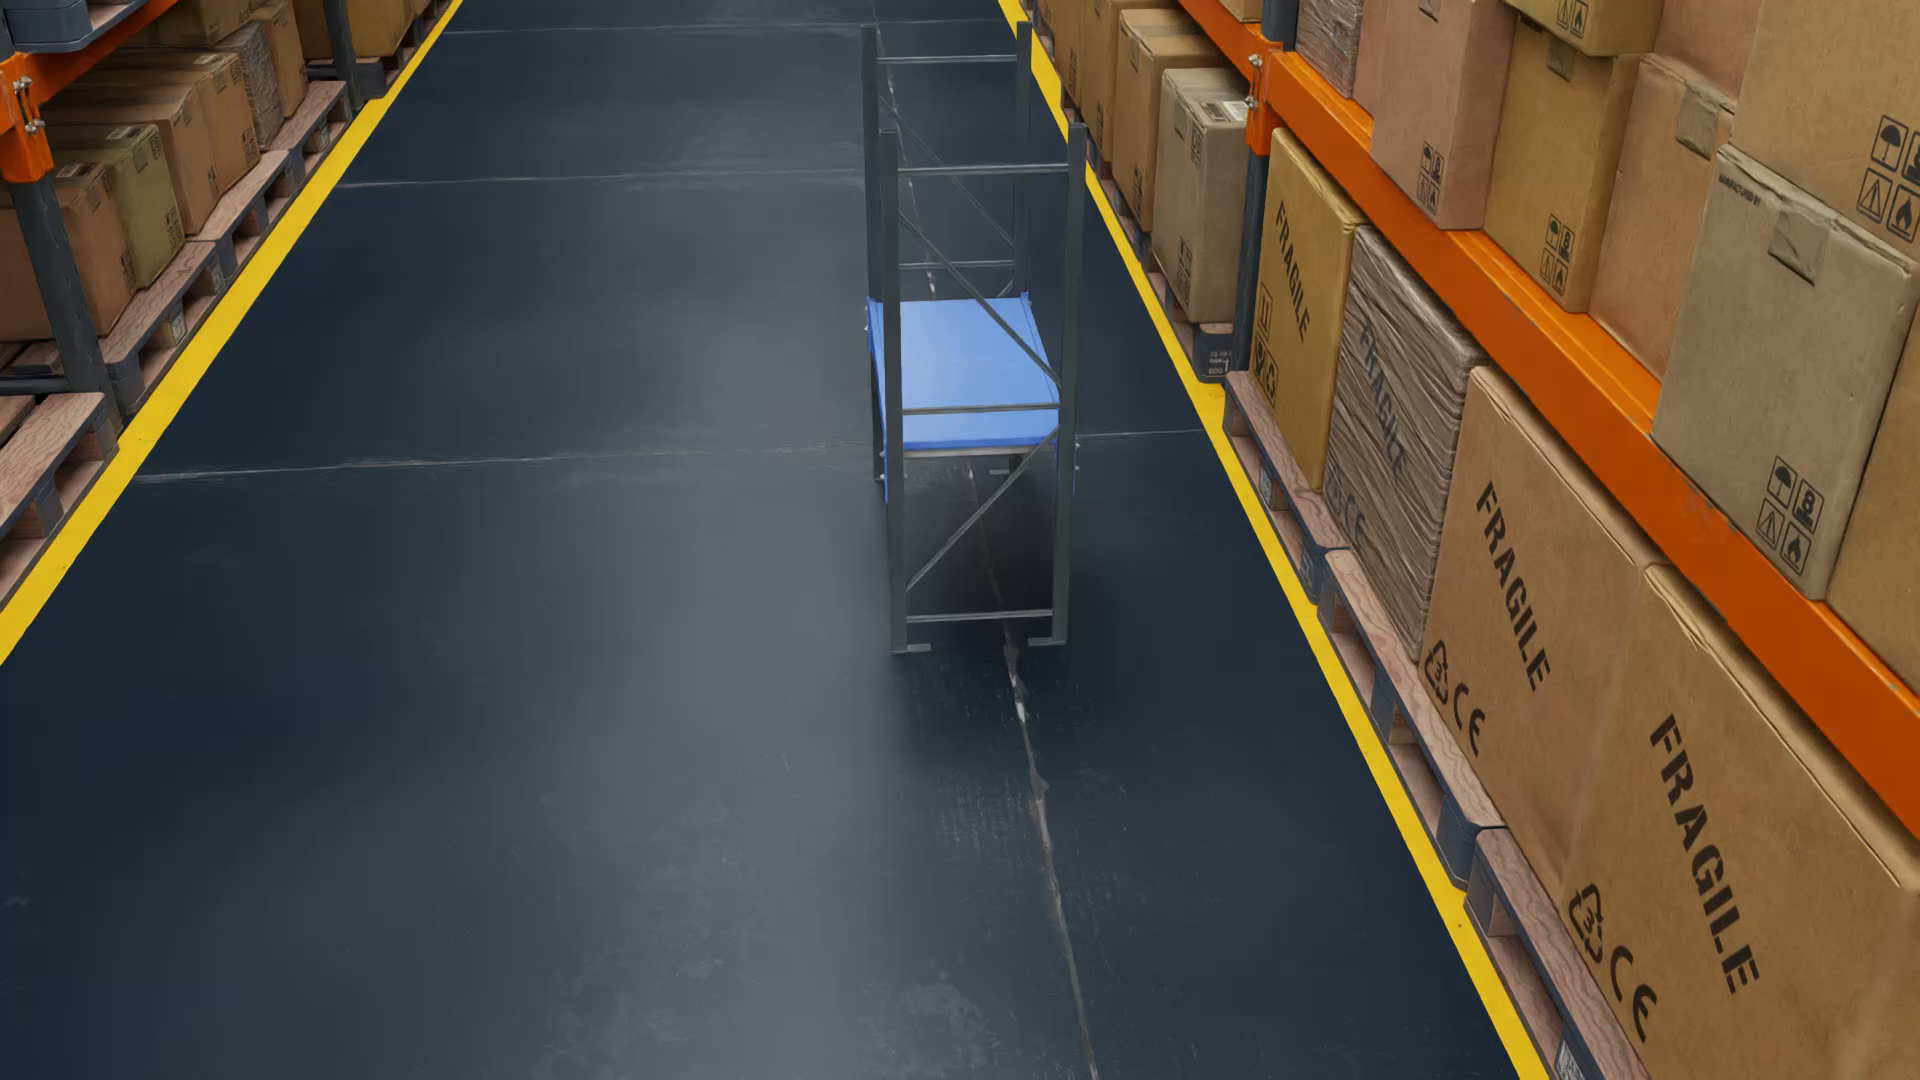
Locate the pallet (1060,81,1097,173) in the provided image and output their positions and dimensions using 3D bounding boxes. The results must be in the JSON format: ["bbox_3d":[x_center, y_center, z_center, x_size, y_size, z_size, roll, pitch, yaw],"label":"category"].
[{"bbox_3d":[1.113,-2.250,8.810,1.003,0.211,1.213,-3,31,-5],"label":"pallet"}]

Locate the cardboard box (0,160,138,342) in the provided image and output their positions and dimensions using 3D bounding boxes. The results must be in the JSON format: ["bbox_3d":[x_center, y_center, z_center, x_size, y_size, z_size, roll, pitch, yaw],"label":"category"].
[{"bbox_3d":[-3.496,-1.055,6.099,0.700,0.500,0.500,-5,31,-8],"label":"cardboard box"}]

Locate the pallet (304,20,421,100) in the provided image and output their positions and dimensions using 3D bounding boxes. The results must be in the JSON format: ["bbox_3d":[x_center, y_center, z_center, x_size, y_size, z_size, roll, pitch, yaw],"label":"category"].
[{"bbox_3d":[-3.832,-2.876,9.859,1.003,0.211,1.213,-3,31,-5],"label":"pallet"}]

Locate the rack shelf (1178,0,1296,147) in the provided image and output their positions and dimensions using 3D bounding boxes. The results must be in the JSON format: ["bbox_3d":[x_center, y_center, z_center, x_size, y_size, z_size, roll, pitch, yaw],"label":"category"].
[{"bbox_3d":[1.301,-2.523,7.250,1.077,0.370,4.000,-3,31,-5],"label":"rack shelf"}]

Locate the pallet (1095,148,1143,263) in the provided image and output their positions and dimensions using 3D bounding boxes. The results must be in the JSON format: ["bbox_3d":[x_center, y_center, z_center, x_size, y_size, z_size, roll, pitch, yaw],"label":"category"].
[{"bbox_3d":[1.224,-1.628,7.770,1.003,0.211,1.213,-3,31,-5],"label":"pallet"}]

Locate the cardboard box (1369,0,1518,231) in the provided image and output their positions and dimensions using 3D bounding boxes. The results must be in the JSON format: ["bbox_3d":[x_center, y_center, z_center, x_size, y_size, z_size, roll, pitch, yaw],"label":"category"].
[{"bbox_3d":[1.542,-1.126,4.064,0.875,0.550,0.550,-3,31,-5],"label":"cardboard box"}]

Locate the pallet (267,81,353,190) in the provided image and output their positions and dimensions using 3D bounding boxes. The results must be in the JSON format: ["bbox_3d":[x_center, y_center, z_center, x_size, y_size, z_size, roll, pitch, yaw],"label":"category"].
[{"bbox_3d":[-3.762,-2.071,8.511,1.003,0.211,1.213,-3,31,-5],"label":"pallet"}]

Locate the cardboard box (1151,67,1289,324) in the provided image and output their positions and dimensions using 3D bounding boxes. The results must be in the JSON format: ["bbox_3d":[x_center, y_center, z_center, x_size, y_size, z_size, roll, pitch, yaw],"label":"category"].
[{"bbox_3d":[1.340,-1.338,6.349,1.050,0.750,0.750,-3,31,-5],"label":"cardboard box"}]

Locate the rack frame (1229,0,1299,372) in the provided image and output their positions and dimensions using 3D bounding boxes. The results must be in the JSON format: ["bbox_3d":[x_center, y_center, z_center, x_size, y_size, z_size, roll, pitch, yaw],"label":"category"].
[{"bbox_3d":[1.488,-1.811,5.356,1.000,3.000,0.127,-3,31,-5],"label":"rack frame"}]

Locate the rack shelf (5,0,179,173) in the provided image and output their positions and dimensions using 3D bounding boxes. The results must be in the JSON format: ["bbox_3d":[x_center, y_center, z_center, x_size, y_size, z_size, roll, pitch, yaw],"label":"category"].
[{"bbox_3d":[-3.647,-2.337,6.939,1.077,0.370,4.000,-3,31,-5],"label":"rack shelf"}]

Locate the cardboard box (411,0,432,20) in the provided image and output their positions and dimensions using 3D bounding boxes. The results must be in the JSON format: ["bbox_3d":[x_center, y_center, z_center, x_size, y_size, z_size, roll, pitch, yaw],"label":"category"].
[{"bbox_3d":[-3.953,-3.744,10.255,1.225,0.875,0.875,-3,31,-4],"label":"cardboard box"}]

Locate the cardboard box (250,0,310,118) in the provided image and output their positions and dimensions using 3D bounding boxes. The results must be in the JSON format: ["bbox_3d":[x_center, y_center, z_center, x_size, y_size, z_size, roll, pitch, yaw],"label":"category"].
[{"bbox_3d":[-3.751,-2.441,8.421,0.700,0.500,0.500,-4,31,-7],"label":"cardboard box"}]

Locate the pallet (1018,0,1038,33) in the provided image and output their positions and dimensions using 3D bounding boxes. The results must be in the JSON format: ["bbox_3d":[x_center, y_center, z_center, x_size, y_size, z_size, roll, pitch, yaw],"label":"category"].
[{"bbox_3d":[0.932,-3.676,11.199,1.003,0.211,1.213,-3,31,-5],"label":"pallet"}]

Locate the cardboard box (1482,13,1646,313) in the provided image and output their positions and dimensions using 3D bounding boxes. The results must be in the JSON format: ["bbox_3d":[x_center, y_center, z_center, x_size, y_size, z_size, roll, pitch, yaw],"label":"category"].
[{"bbox_3d":[1.691,-0.860,3.619,0.875,0.550,0.500,-3,31,-5],"label":"cardboard box"}]

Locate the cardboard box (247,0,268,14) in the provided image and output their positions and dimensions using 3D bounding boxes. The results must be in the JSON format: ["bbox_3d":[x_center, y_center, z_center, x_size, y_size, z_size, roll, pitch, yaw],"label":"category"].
[{"bbox_3d":[-3.741,-2.764,8.229,0.500,0.250,0.500,-2,31,-3],"label":"cardboard box"}]

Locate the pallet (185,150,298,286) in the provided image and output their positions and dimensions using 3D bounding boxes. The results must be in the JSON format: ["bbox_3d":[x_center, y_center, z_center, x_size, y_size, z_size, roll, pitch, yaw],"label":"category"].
[{"bbox_3d":[-3.651,-1.449,7.470,1.003,0.211,1.213,-3,31,-5],"label":"pallet"}]

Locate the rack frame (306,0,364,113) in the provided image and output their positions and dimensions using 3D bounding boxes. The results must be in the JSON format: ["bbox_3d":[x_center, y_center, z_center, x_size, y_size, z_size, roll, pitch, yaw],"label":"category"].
[{"bbox_3d":[-3.833,-3.667,8.464,1.000,3.000,0.127,-3,31,-5],"label":"rack frame"}]

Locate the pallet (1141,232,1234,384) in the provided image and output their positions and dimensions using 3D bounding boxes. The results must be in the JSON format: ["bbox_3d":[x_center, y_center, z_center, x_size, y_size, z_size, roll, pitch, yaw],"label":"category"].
[{"bbox_3d":[1.341,-1.004,6.725,1.003,0.211,1.213,-3,31,-5],"label":"pallet"}]

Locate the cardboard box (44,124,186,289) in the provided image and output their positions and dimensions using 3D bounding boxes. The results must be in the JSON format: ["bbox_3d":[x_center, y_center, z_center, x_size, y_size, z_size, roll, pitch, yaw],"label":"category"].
[{"bbox_3d":[-3.521,-1.299,6.509,0.700,0.500,0.500,-3,31,-5],"label":"cardboard box"}]

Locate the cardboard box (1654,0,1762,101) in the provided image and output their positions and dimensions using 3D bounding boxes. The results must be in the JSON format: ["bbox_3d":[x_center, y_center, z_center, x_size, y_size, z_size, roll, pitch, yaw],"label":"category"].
[{"bbox_3d":[1.805,-1.057,2.894,0.875,0.550,0.550,-3,31,-5],"label":"cardboard box"}]

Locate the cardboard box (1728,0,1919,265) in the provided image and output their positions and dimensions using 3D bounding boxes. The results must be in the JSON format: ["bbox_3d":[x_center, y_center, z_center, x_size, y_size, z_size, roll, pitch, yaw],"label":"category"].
[{"bbox_3d":[1.722,-0.764,2.405,0.875,0.550,0.550,-3,31,-5],"label":"cardboard box"}]

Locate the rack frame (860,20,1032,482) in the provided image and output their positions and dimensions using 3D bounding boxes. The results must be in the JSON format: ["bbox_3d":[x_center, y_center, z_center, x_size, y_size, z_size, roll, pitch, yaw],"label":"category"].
[{"bbox_3d":[-0.040,-0.860,5.227,0.500,1.500,0.032,-3,31,-5],"label":"rack frame"}]

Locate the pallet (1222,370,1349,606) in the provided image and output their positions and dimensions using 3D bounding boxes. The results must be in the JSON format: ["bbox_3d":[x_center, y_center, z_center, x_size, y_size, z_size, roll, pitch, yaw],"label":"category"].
[{"bbox_3d":[1.481,-0.222,5.415,1.003,0.211,1.213,-3,31,-5],"label":"pallet"}]

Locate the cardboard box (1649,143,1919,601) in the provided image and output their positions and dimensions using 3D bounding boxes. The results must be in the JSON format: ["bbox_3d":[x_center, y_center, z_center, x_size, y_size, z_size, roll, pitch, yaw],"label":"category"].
[{"bbox_3d":[1.709,-0.300,2.681,0.875,0.550,0.550,-3,31,-5],"label":"cardboard box"}]

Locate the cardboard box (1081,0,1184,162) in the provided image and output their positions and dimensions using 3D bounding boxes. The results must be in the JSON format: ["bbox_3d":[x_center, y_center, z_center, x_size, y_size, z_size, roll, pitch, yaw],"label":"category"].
[{"bbox_3d":[1.167,-2.306,7.970,1.050,0.750,0.750,-2,31,-4],"label":"cardboard box"}]

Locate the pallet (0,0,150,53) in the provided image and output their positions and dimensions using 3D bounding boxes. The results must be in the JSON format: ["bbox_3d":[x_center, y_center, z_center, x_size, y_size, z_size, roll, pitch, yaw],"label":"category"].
[{"bbox_3d":[-3.386,-1.939,5.759,1.003,0.211,1.213,-3,31,-5],"label":"pallet"}]

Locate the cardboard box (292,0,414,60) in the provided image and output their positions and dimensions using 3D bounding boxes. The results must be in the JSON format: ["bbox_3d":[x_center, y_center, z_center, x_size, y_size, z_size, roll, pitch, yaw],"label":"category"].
[{"bbox_3d":[-3.877,-3.288,9.492,1.225,0.875,0.875,-4,31,-7],"label":"cardboard box"}]

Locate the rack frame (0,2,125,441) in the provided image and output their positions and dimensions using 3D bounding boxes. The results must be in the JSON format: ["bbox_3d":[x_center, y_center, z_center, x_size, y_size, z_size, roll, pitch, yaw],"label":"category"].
[{"bbox_3d":[-3.460,-1.625,5.045,1.000,3.000,0.127,-3,31,-5],"label":"rack frame"}]

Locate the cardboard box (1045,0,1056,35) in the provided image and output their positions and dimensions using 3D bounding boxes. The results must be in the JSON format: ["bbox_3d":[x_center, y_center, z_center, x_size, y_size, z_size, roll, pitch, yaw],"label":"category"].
[{"bbox_3d":[0.793,-3.283,9.850,0.500,0.500,0.500,-3,31,-5],"label":"cardboard box"}]

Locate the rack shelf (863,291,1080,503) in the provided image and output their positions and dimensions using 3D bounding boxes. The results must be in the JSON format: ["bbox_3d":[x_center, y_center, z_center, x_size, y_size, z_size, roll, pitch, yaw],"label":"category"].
[{"bbox_3d":[0.008,-0.446,4.885,0.538,0.185,1.000,-3,31,-5],"label":"rack shelf"}]

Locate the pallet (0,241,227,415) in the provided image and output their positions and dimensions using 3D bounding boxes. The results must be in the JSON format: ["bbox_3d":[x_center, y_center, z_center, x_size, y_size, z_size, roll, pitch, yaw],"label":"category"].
[{"bbox_3d":[-3.534,-0.825,6.425,1.003,0.211,1.213,-3,31,-5],"label":"pallet"}]

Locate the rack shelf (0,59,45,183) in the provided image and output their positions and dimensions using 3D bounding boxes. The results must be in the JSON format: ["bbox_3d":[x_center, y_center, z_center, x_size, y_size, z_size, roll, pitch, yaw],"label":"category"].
[{"bbox_3d":[-3.273,-0.295,3.520,1.077,0.370,4.000,-3,31,-5],"label":"rack shelf"}]

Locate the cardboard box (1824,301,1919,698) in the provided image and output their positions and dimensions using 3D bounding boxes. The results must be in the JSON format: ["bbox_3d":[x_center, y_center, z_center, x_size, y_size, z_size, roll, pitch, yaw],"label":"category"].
[{"bbox_3d":[1.782,-0.020,2.212,0.875,0.550,0.550,-3,31,-5],"label":"cardboard box"}]

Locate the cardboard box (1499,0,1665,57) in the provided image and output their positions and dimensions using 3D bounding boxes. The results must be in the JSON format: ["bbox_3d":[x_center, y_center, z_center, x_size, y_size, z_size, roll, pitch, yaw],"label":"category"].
[{"bbox_3d":[1.626,-1.321,3.337,0.875,0.550,0.500,-3,31,-5],"label":"cardboard box"}]

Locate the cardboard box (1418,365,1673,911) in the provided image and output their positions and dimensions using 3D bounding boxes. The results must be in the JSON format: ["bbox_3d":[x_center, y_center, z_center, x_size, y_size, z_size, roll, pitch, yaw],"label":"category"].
[{"bbox_3d":[1.648,0.171,3.701,0.875,0.875,0.875,-3,31,-5],"label":"cardboard box"}]

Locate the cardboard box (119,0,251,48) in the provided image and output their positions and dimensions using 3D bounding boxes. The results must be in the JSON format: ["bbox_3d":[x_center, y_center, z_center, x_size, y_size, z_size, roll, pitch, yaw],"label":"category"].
[{"bbox_3d":[-3.681,-2.494,7.777,0.500,0.250,0.500,1,31,1],"label":"cardboard box"}]

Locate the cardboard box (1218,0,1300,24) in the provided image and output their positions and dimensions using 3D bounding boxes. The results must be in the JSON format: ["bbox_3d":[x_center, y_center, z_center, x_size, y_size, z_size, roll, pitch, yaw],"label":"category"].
[{"bbox_3d":[1.173,-2.107,5.755,0.500,0.500,0.500,-3,31,-5],"label":"cardboard box"}]

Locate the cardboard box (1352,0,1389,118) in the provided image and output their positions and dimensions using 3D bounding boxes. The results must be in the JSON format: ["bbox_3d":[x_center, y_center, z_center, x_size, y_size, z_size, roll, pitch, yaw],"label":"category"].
[{"bbox_3d":[1.608,-1.408,4.535,0.875,0.550,0.550,-3,31,-5],"label":"cardboard box"}]

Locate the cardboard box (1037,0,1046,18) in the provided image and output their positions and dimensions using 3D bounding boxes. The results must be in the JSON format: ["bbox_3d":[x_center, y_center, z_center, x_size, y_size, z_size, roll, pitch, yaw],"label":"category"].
[{"bbox_3d":[0.748,-3.549,10.294,0.500,0.500,0.500,-2,31,-3],"label":"cardboard box"}]

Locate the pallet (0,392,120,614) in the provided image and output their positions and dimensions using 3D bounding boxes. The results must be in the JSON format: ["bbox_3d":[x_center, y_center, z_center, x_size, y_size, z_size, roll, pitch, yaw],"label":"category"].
[{"bbox_3d":[-3.362,-0.086,5.189,1.003,0.211,1.213,-3,31,-5],"label":"pallet"}]

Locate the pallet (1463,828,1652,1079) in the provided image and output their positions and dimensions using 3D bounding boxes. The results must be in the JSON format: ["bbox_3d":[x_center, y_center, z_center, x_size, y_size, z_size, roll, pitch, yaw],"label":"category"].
[{"bbox_3d":[1.709,1.024,3.329,1.003,0.211,1.213,-3,31,-5],"label":"pallet"}]

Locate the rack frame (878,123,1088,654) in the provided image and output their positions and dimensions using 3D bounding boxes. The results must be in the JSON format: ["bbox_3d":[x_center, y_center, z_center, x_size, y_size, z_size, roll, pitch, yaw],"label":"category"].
[{"bbox_3d":[0.055,-0.341,4.358,0.500,1.500,0.032,-3,31,-5],"label":"rack frame"}]

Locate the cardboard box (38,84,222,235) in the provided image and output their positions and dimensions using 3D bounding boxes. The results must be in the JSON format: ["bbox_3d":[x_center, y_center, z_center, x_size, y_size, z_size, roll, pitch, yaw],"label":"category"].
[{"bbox_3d":[-3.574,-1.585,6.987,0.700,0.500,0.500,-5,31,-9],"label":"cardboard box"}]

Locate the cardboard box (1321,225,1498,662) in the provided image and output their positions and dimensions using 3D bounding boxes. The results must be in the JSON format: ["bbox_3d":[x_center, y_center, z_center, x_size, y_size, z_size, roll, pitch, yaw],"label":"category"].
[{"bbox_3d":[1.565,-0.294,4.480,0.875,0.875,0.875,-3,31,-4],"label":"cardboard box"}]

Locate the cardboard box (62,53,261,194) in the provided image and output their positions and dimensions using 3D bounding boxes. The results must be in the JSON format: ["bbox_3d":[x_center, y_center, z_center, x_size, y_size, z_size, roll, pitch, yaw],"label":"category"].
[{"bbox_3d":[-3.627,-1.870,7.464,0.700,0.500,0.500,0,31,0],"label":"cardboard box"}]

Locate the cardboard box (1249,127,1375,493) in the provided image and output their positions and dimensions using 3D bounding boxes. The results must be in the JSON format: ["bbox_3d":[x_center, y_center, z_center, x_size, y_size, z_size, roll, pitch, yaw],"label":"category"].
[{"bbox_3d":[1.477,-0.754,5.250,0.875,0.875,0.875,-2,31,-4],"label":"cardboard box"}]

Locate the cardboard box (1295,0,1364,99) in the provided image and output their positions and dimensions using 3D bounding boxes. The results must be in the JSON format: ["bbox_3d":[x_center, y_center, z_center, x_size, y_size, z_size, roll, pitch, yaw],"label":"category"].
[{"bbox_3d":[1.534,-1.687,5.003,0.875,0.550,0.550,-3,31,-5],"label":"cardboard box"}]

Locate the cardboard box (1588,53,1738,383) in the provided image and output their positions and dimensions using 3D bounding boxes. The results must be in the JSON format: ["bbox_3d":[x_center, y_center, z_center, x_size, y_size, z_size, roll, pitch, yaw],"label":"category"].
[{"bbox_3d":[1.782,-0.592,3.169,0.875,0.550,0.550,-3,31,-5],"label":"cardboard box"}]

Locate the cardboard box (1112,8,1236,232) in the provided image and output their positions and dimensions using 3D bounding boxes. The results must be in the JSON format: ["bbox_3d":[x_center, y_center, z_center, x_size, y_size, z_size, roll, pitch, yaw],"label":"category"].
[{"bbox_3d":[1.254,-1.830,7.174,1.050,0.750,0.750,-3,31,-5],"label":"cardboard box"}]

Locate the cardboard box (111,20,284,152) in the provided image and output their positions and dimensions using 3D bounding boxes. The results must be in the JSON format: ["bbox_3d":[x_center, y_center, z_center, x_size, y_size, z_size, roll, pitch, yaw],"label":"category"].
[{"bbox_3d":[-3.686,-2.159,7.948,0.700,0.500,0.500,-5,31,-9],"label":"cardboard box"}]

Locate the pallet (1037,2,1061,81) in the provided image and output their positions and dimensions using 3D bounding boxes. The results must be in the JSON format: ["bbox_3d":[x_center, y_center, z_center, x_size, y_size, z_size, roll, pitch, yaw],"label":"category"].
[{"bbox_3d":[1.043,-3.055,10.158,1.003,0.211,1.213,-3,31,-5],"label":"pallet"}]

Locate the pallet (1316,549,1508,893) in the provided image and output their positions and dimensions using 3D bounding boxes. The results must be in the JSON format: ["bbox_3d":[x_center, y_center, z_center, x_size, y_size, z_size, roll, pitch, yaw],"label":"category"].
[{"bbox_3d":[1.598,0.403,4.370,1.003,0.211,1.213,-3,31,-5],"label":"pallet"}]

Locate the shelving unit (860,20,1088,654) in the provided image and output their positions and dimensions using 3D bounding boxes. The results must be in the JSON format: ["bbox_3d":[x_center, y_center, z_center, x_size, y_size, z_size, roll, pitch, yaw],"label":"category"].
[{"bbox_3d":[0.008,-0.600,4.792,0.538,1.500,1.048,-3,31,-5],"label":"shelving unit"}]

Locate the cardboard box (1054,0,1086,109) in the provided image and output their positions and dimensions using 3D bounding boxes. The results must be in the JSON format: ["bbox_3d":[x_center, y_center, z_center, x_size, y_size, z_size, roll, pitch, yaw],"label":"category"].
[{"bbox_3d":[1.082,-2.752,8.717,1.050,0.750,0.750,-3,31,-5],"label":"cardboard box"}]

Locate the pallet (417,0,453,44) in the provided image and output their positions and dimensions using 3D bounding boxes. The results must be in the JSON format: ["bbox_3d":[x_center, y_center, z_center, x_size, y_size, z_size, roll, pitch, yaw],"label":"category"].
[{"bbox_3d":[-3.943,-3.497,10.899,1.003,0.211,1.213,-3,31,-5],"label":"pallet"}]

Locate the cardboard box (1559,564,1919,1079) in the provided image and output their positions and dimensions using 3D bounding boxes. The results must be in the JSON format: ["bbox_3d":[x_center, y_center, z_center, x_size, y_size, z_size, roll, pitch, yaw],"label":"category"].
[{"bbox_3d":[1.733,0.620,2.949,0.875,0.875,0.875,-3,31,-4],"label":"cardboard box"}]

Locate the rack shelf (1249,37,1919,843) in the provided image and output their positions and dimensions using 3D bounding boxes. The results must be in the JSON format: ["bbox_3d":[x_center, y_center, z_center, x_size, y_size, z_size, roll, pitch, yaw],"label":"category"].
[{"bbox_3d":[1.675,-0.481,3.831,1.077,0.370,4.000,-3,31,-5],"label":"rack shelf"}]
